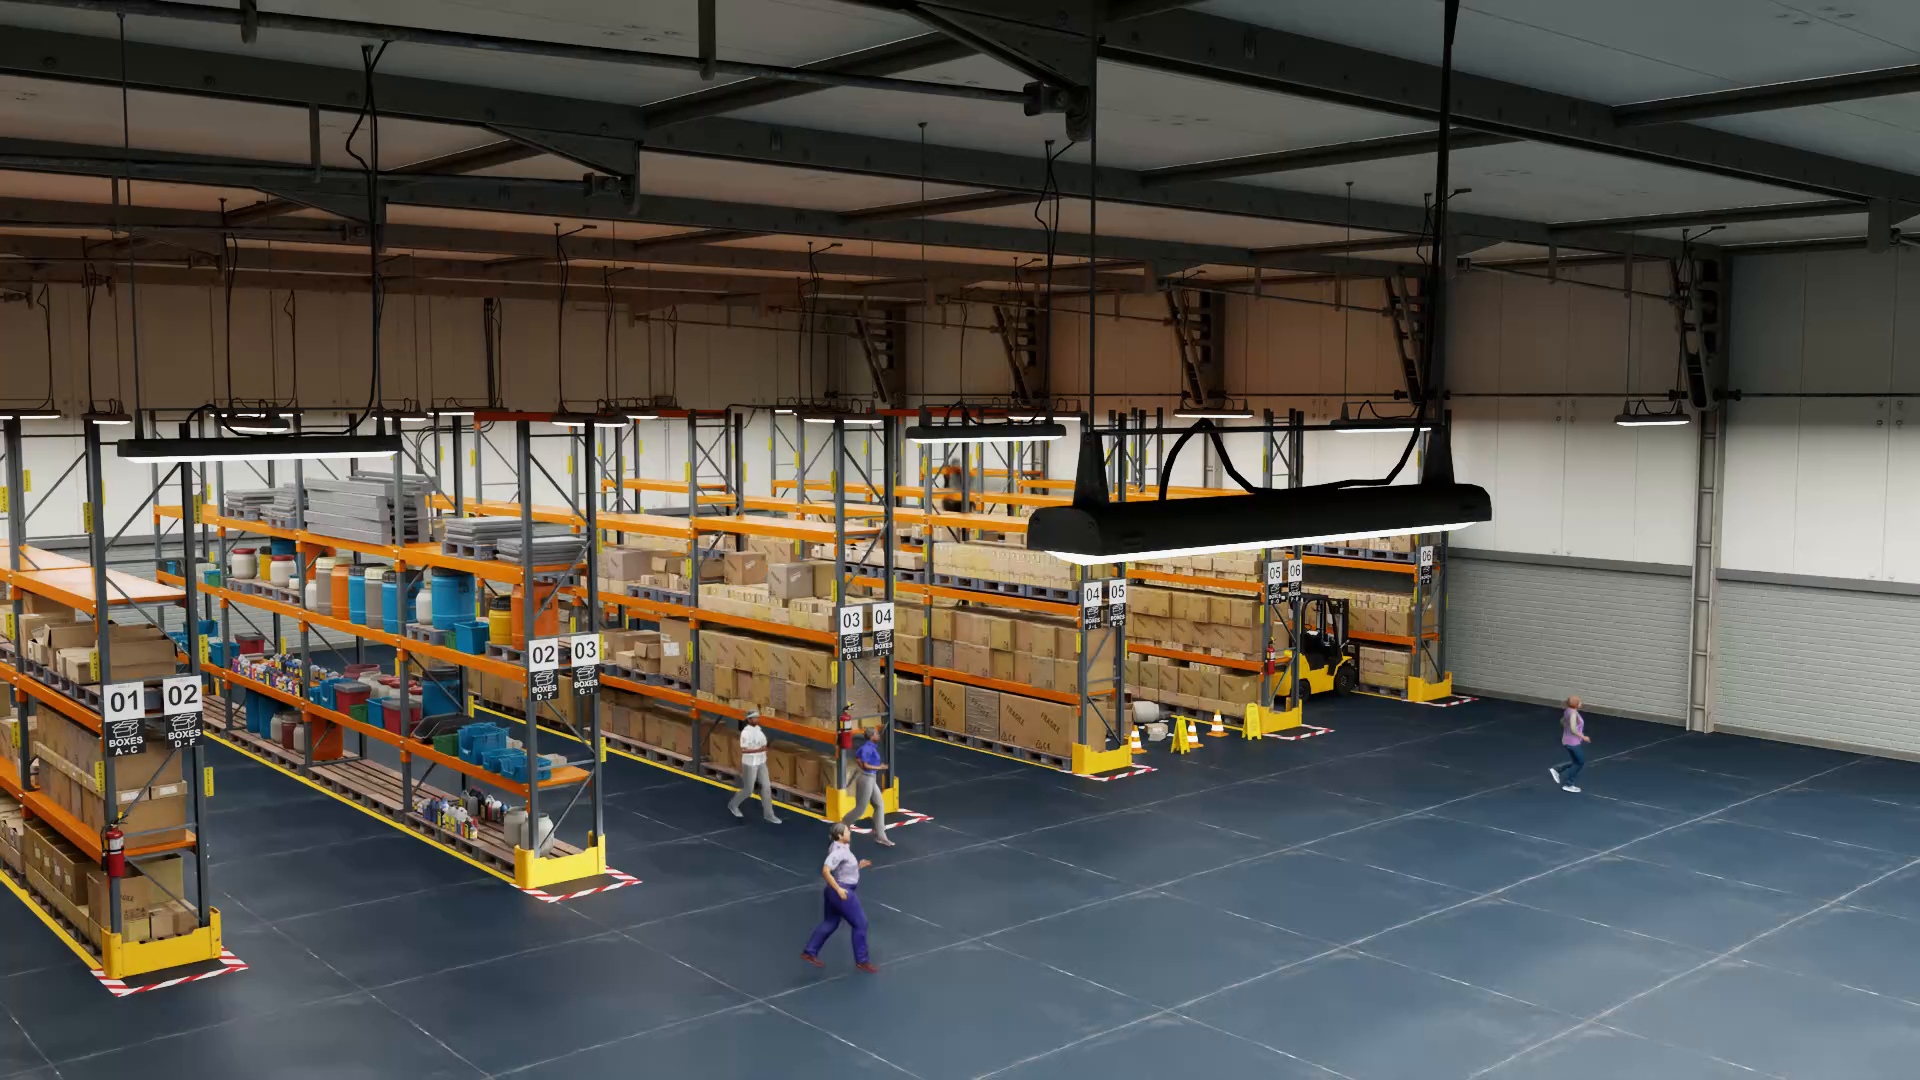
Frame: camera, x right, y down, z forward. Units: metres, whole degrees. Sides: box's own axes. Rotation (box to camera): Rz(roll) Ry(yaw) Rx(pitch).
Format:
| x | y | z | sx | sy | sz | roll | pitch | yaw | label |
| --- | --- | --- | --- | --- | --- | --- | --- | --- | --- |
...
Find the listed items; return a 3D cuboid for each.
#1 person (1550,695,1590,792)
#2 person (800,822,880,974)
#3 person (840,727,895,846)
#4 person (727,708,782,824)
| x | y | z | sx | sy | sz | roll | pitch | yaw | label |
| --- | --- | --- | --- | --- | --- | --- | --- | --- | --- |
| 9.719 | 3.232 | 26.469 | 0.563 | 1.556 | 0.567 | 1 | 5 | 9 | person |
| -1.316 | 3.915 | 18.140 | 0.847 | 1.676 | 0.589 | -2 | 5 | -19 | person |
| -1.328 | 3.465 | 23.469 | 0.884 | 1.627 | 0.617 | 1 | 5 | 7 | person |
| -3.034 | 3.306 | 24.506 | 0.898 | 1.694 | 0.582 | 3 | 6 | 30 | person |
